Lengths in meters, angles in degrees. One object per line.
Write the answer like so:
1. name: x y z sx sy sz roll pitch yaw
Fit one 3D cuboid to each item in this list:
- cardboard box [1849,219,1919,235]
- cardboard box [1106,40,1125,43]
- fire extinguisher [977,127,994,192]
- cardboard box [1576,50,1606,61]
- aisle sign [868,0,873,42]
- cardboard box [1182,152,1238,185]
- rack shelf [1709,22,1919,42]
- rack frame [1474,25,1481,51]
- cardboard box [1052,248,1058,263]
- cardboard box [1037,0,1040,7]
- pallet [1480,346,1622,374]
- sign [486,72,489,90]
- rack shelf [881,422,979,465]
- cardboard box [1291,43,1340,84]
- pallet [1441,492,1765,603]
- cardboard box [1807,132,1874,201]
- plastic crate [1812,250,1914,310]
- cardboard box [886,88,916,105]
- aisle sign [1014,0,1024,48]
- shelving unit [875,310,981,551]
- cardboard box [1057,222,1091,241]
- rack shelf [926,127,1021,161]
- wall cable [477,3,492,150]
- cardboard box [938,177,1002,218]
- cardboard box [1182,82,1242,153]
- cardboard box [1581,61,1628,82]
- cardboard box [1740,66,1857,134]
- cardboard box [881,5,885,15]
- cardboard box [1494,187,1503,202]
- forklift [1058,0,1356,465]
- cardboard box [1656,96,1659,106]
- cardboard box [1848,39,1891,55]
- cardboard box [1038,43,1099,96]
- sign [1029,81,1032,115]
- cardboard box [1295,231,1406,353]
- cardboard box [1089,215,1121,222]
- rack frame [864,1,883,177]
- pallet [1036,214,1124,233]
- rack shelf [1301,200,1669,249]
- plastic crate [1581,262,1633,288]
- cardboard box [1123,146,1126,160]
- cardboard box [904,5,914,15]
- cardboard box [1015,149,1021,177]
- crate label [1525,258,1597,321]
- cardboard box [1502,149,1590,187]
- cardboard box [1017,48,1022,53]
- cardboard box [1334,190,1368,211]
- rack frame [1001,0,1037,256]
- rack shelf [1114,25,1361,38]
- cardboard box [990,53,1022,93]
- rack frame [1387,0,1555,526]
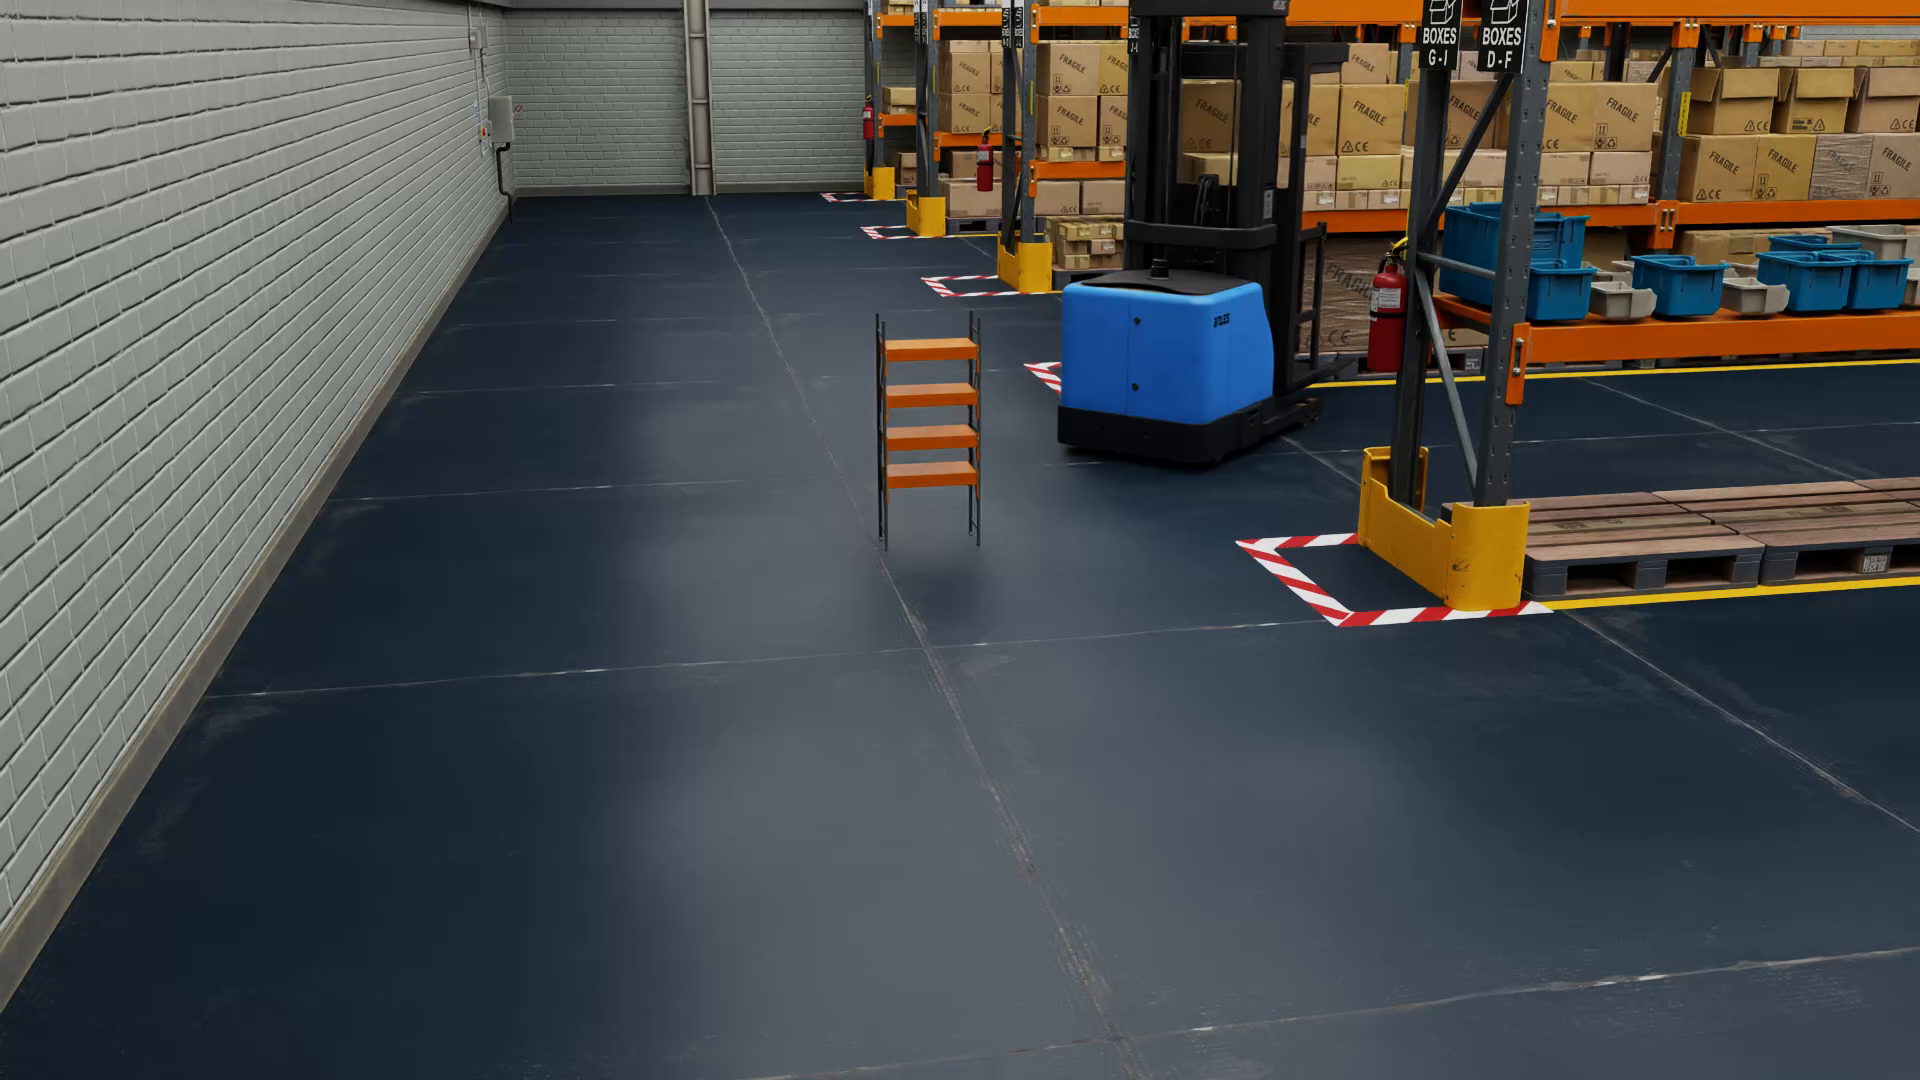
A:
1. cardboard box: 7.741 -2.259 13.962 0.875 0.875 1.225 -3 17 -10
2. cardboard box: 1.983 -6.462 21.764 0.250 0.149 0.380 -4 17 -12
3. fire extinguisher: 0.268 -4.048 17.648 0.183 0.674 0.296 -3 17 -10
4. cardboard box: 8.972 -6.884 23.619 0.250 0.149 0.380 -4 18 -13
5. aisle sign: -1.392 -8.150 25.810 0.004 0.787 0.394 -3 17 -10
6. cardboard box: 1.967 -2.728 12.333 0.500 0.250 0.500 -4 17 -12
7. rack shelf: 10.421 -5.791 18.673 4.000 0.370 1.077 -3 17 -10
8. rack frame: 7.419 -6.011 23.273 0.127 3.000 1.000 -3 17 -10
9. cardboard box: 1.080 -3.071 17.842 0.250 0.149 0.380 -3 17 -10
10. cardboard box: 0.999 -5.608 17.107 0.500 0.250 0.500 -4 17 -12
11. pallet: 4.610 -1.578 13.591 1.213 0.211 1.003 -3 17 -10
12. sign: -6.416 -6.225 22.565 0.001 0.242 0.339 -3 17 -10
13. rack shelf: -0.163 -0.500 8.625 0.480 0.148 0.258 -3 17 -10
14. cardboard box: 3.613 -4.900 17.277 0.500 0.500 0.500 -4 17 -12
15. pallet: 3.201 0.018 8.395 1.213 0.211 1.003 -3 17 -10
16. cardboard box: 6.856 -2.989 13.263 0.500 0.500 0.500 -4 17 -12
17. plastic crate: 4.276 -1.238 7.917 0.300 0.233 0.416 -3 17 -10
18. cardboard box: -0.884 -7.014 26.288 0.500 0.250 0.500 -3 17 -10
19. aisle sign: 0.588 -5.296 16.518 0.004 0.787 0.394 -3 17 -10
20. shelving unit: -0.163 -0.564 8.606 0.503 1.200 0.258 -3 17 -10
21. cardboard box: 1.182 -3.197 17.240 0.250 0.149 0.380 -4 18 -13
22. rack shelf: 1.528 -5.333 22.290 4.000 0.370 1.077 -3 17 -10
23. wall cable: -6.248 -6.138 21.957 0.122 1.984 0.588 -3 17 -10
24. cardboard box: 0.193 -4.607 22.350 0.875 0.438 0.875 -4 17 -12
25. cardboard box: 1.873 -3.240 12.724 0.500 0.500 0.500 -3 17 -10
26. cardboard box: 8.935 -6.422 23.221 0.500 0.500 0.500 -3 17 -10
27. cardboard box: 6.673 -3.531 13.321 0.637 0.503 0.797 -3 17 -10
28. cardboard box: -1.111 -8.394 26.352 0.250 0.149 0.380 -3 17 -9
29. cardboard box: 4.124 -2.642 12.733 0.250 0.149 0.380 -3 17 -9
30. forklift: 1.859 -2.239 11.109 1.130 2.935 3.031 11 20 32
31. cardboard box: 7.297 -4.751 17.871 0.250 0.149 0.380 -3 17 -9
32. cardboard box: 12.823 -6.906 23.807 0.500 0.500 0.700 -4 17 -12
33. cardboard box: 1.094 -4.760 16.821 0.500 0.500 0.500 -3 17 -11
34. sign: 0.706 -4.401 16.558 0.005 0.325 0.100 -3 17 -10
35. cardboard box: 2.951 -2.003 13.127 0.875 0.875 0.875 -3 17 -10
36. cardboard box: 1.562 -3.417 17.956 0.250 0.149 0.380 -4 17 -12
37. rack frame: -1.381 -6.996 26.480 0.127 3.000 1.000 -3 17 -10
38. pallet: 1.530 -4.366 22.668 1.213 0.211 1.003 -3 17 -10
39. rack shelf: 3.408 -2.476 12.989 4.000 0.370 1.077 -3 17 -10
40. plastic crate: 3.150 -1.281 8.220 0.243 0.136 0.396 -3 17 -10
41. cardboard box: 1.728 -4.027 17.242 0.250 0.149 0.380 -2 17 -8
42. cardboard box: -0.771 -8.283 25.988 0.250 0.149 0.380 -3 17 -9
43. cardboard box: 1.103 -6.103 27.114 0.500 0.500 0.700 -4 18 -13
44. crate label: 2.689 -1.148 7.624 0.303 0.233 0.416 -3 17 -10
45. cardboard box: 4.480 -2.872 12.802 0.500 0.250 0.500 -3 17 -9
46. cardboard box: 0.741 -6.377 21.488 0.250 0.149 0.380 -4 17 -12
47. cardboard box: 2.864 -2.571 12.500 0.250 0.149 0.380 -4 17 -12
48. rack frame: 0.603 -4.144 17.194 0.127 3.000 1.000 -3 17 -10
49. rack shelf: 4.510 -8.420 27.233 4.000 0.370 1.077 -3 17 -10
50. cardboard box: 0.596 -6.066 21.580 0.500 0.500 0.500 -4 17 -12
51. rack frame: 2.384 -1.281 7.872 0.127 3.000 1.000 -3 17 -10
